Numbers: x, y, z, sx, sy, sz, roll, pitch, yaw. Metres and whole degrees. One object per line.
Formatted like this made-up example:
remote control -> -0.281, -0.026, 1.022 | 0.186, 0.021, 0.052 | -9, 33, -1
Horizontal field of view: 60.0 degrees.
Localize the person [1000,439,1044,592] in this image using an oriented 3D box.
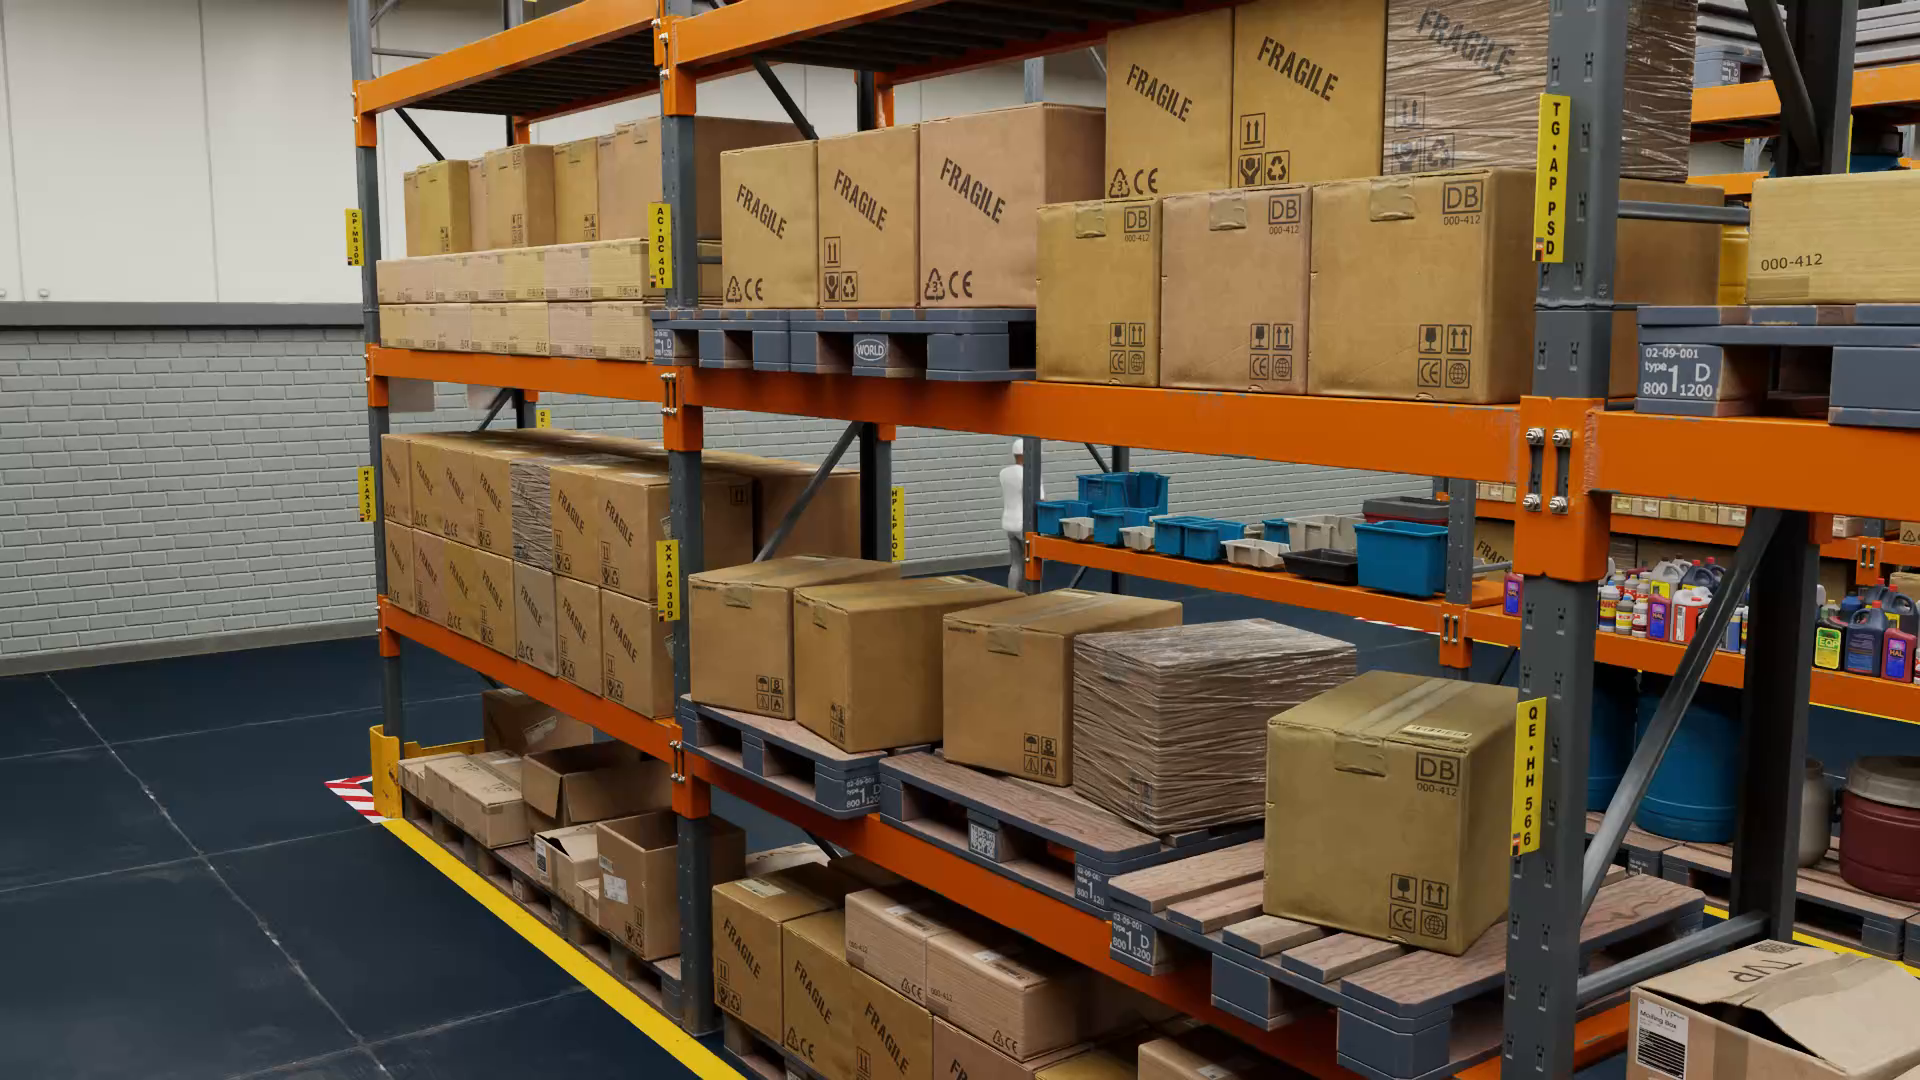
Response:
person -> 0.681, -0.126, 16.637 | 0.509, 1.768, 0.562 | -6, 10, -37
